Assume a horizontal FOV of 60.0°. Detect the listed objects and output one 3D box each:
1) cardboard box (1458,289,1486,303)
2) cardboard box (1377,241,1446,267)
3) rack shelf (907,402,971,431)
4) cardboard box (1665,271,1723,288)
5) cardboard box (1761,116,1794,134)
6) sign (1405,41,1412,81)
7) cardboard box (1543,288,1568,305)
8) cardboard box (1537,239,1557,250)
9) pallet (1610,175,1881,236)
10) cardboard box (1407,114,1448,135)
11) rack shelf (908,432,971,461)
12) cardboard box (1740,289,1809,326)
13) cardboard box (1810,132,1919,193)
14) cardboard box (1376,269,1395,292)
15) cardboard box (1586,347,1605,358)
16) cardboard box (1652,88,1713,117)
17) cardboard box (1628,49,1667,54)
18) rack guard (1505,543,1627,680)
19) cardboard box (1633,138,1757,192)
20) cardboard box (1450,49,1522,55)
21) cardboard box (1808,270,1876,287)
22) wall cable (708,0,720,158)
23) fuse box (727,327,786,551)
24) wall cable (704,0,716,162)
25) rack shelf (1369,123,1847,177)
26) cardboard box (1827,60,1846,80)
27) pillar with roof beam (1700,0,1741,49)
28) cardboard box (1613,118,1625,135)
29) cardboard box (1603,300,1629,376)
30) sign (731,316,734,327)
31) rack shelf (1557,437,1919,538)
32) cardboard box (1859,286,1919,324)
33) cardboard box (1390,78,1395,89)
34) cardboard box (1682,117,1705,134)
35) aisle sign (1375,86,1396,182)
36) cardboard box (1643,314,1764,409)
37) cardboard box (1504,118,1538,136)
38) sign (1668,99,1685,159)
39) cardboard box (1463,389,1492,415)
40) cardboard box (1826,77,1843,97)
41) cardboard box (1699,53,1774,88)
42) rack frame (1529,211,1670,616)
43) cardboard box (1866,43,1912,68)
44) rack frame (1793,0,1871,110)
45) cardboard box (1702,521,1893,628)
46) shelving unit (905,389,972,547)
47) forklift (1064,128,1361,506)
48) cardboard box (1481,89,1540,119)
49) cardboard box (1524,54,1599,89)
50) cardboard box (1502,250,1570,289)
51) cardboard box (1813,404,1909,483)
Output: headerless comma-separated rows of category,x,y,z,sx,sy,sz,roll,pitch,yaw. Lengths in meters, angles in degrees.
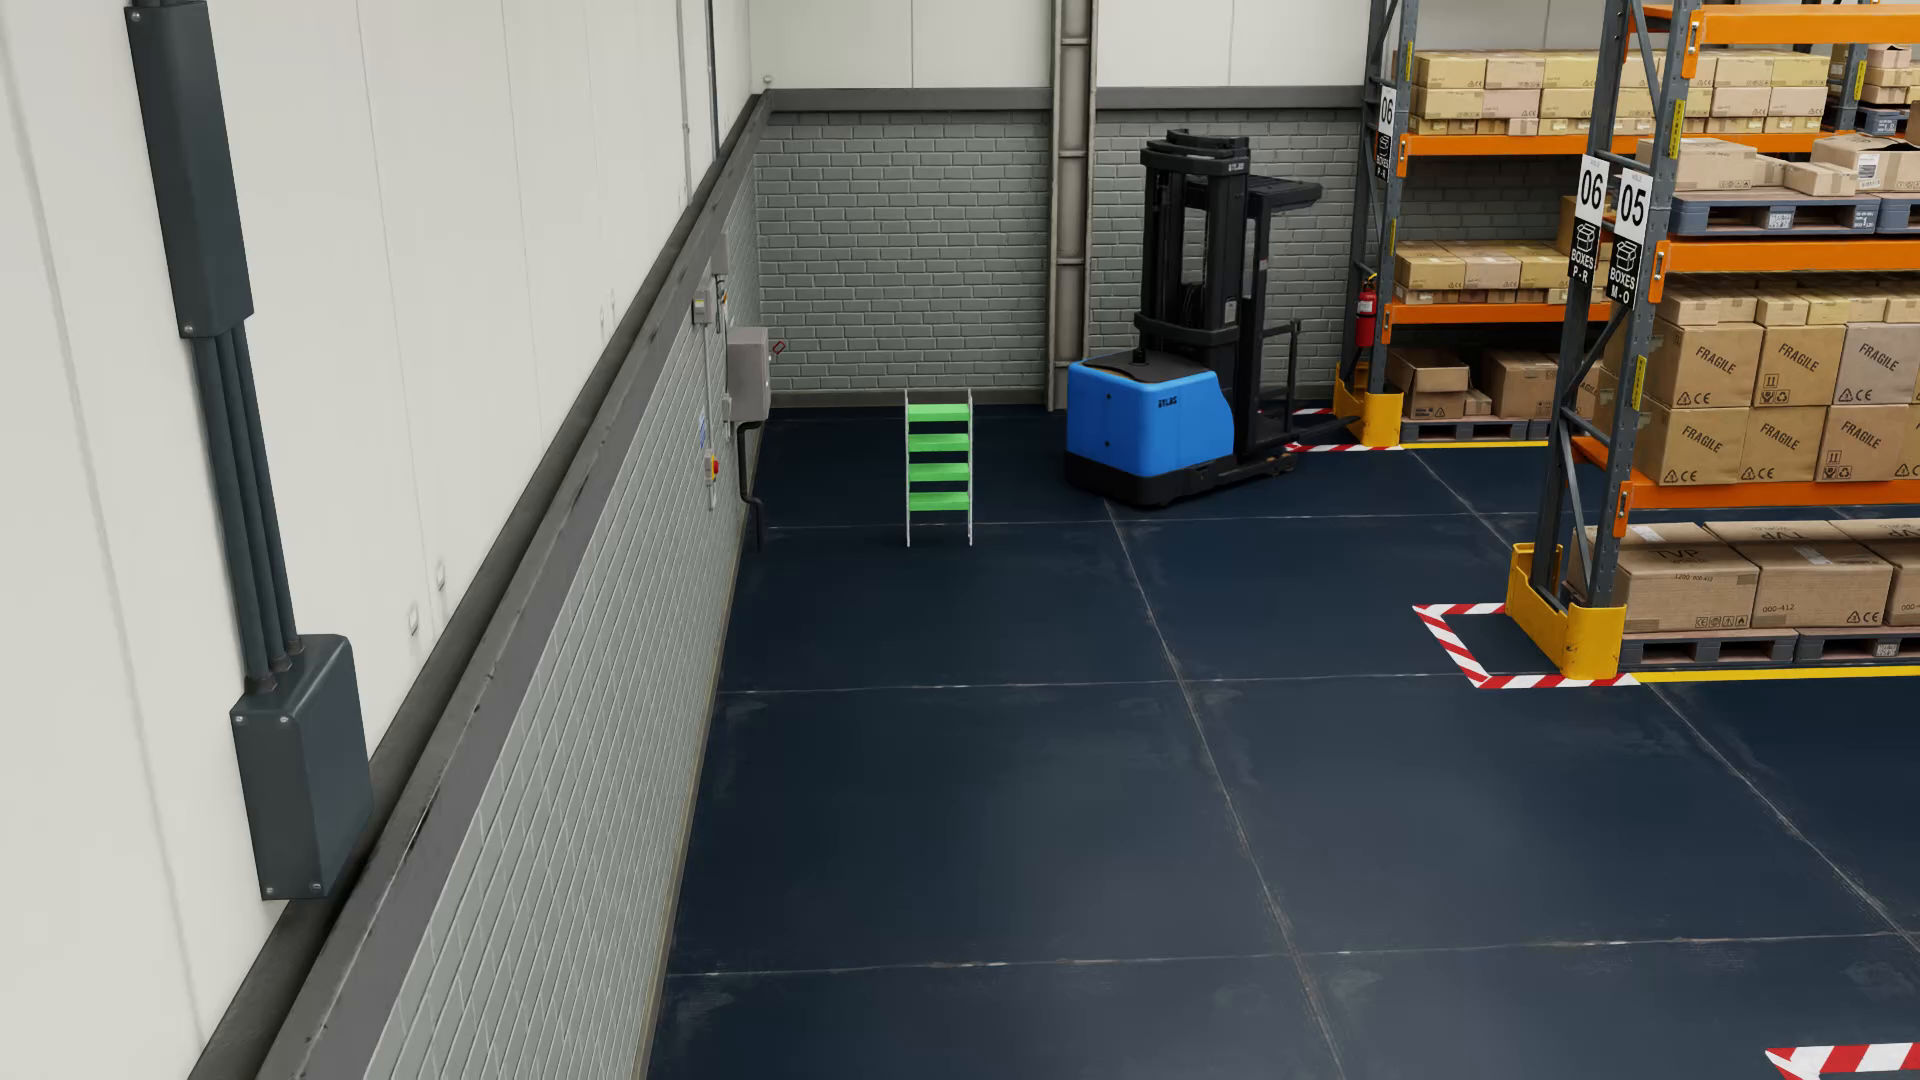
cardboard box,4.653,-2.301,15.301,0.250,0.149,0.380,-1,21,-4
cardboard box,4.242,-2.642,15.638,0.500,0.250,0.500,-1,21,-1
rack shelf,-0.165,-0.946,12.751,0.480,0.148,0.258,-1,21,-3
cardboard box,4.684,-1.616,10.692,0.250,0.149,0.380,-1,21,-2
cardboard box,7.205,-3.719,14.811,0.250,0.149,0.380,-1,21,-3
sign,3.829,-4.087,14.196,0.005,0.325,0.100,-1,21,-3
cardboard box,5.431,-2.270,15.220,0.250,0.149,0.380,-2,21,-5
cardboard box,5.774,-2.671,15.714,0.500,0.250,0.500,-1,21,-3
pallet,4.825,-2.086,10.292,1.213,0.211,1.003,-1,21,-3
cardboard box,4.129,-3.678,14.703,0.250,0.149,0.380,-1,21,-2
rack shelf,-0.165,-0.722,12.836,0.480,0.148,0.258,-1,21,-3
cardboard box,4.979,-1.428,10.197,0.250,0.149,0.380,-1,21,-1
cardboard box,5.582,-2.322,10.184,0.500,0.311,0.500,-1,21,-2
cardboard box,4.113,-2.454,15.705,0.250,0.149,0.380,-1,21,-4
cardboard box,6.306,-1.501,15.771,0.500,0.500,0.700,-2,21,-5
cardboard box,6.294,-3.902,14.732,0.500,0.250,0.500,-1,21,-2
cardboard box,6.258,-4.320,15.126,0.500,0.250,0.500,-1,21,-4
rack guard,4.061,0.462,11.204,0.348,0.500,1.175,-1,21,-3
cardboard box,4.529,-2.322,10.269,0.500,0.250,0.500,-3,21,-8
cardboard box,4.745,-4.292,15.054,0.500,0.250,0.500,-2,21,-5
cardboard box,5.703,-1.647,10.775,0.250,0.149,0.380,-1,21,-2
wall cable,-1.740,-4.570,12.423,0.133,3.039,2.988,-1,21,-3
fuse box,-1.517,-0.731,12.635,0.414,1.711,0.539,-1,21,-3
wall cable,-1.618,-3.562,9.829,0.029,3.000,2.355,-1,21,-3
rack shelf,5.795,-3.576,15.093,4.000,0.370,1.077,-1,21,-3
cardboard box,8.084,-4.265,15.096,0.250,0.149,0.380,-1,21,-4
pillar with roof beam,7.291,-4.131,11.325,0.400,9.000,9.100,-1,21,-3
cardboard box,5.666,-3.675,14.694,0.250,0.149,0.380,-1,21,-3
cardboard box,4.553,-1.315,10.813,0.500,0.500,0.500,0,21,-1
sign,-1.752,-1.460,12.873,0.001,0.494,0.329,-1,21,-3
rack shelf,6.082,-0.411,10.995,4.000,0.370,1.077,-1,21,-3
cardboard box,5.751,-1.454,10.266,0.250,0.149,0.380,-1,21,-3
cardboard box,4.226,-4.046,15.109,0.500,0.250,0.500,-2,21,-4
cardboard box,6.422,-3.718,14.809,0.250,0.149,0.380,0,21,-1
aisle sign,3.747,-3.579,14.652,0.004,0.787,0.394,-1,21,-3
cardboard box,4.580,-1.129,10.325,0.500,0.500,0.500,-2,21,-4
cardboard box,4.901,-3.660,14.656,0.250,0.149,0.380,-1,21,-2
sign,4.111,-2.356,9.539,0.005,0.325,0.100,-1,21,-3
cardboard box,4.840,-1.307,15.755,0.250,0.149,0.380,-2,21,-5
cardboard box,8.090,-4.109,15.104,0.250,0.149,0.380,-1,21,-3
cardboard box,6.795,-4.146,14.669,0.500,0.250,0.500,-1,21,-4
rack frame,4.085,-0.706,10.761,0.127,3.000,1.000,-1,21,-3
cardboard box,8.112,-4.293,14.587,0.258,0.266,0.396,-1,21,-4
rack frame,7.791,-5.355,14.538,0.127,3.000,1.000,-1,21,-3
cardboard box,5.651,0.224,11.327,0.875,0.438,0.875,-1,21,-2
shelving unit,-0.165,-0.557,12.899,0.503,1.200,0.258,-1,21,-3
forklift,2.358,-2.058,14.407,3.031,2.935,1.130,-16,26,-36
cardboard box,4.763,-3.870,14.647,0.500,0.250,0.500,-1,21,-2
cardboard box,5.265,-4.112,14.581,0.500,0.250,0.500,-1,21,-4
cardboard box,5.275,-2.474,15.196,0.500,0.250,0.500,-2,21,-4
cardboard box,5.593,-0.685,10.564,0.500,0.500,0.500,-1,21,-3
